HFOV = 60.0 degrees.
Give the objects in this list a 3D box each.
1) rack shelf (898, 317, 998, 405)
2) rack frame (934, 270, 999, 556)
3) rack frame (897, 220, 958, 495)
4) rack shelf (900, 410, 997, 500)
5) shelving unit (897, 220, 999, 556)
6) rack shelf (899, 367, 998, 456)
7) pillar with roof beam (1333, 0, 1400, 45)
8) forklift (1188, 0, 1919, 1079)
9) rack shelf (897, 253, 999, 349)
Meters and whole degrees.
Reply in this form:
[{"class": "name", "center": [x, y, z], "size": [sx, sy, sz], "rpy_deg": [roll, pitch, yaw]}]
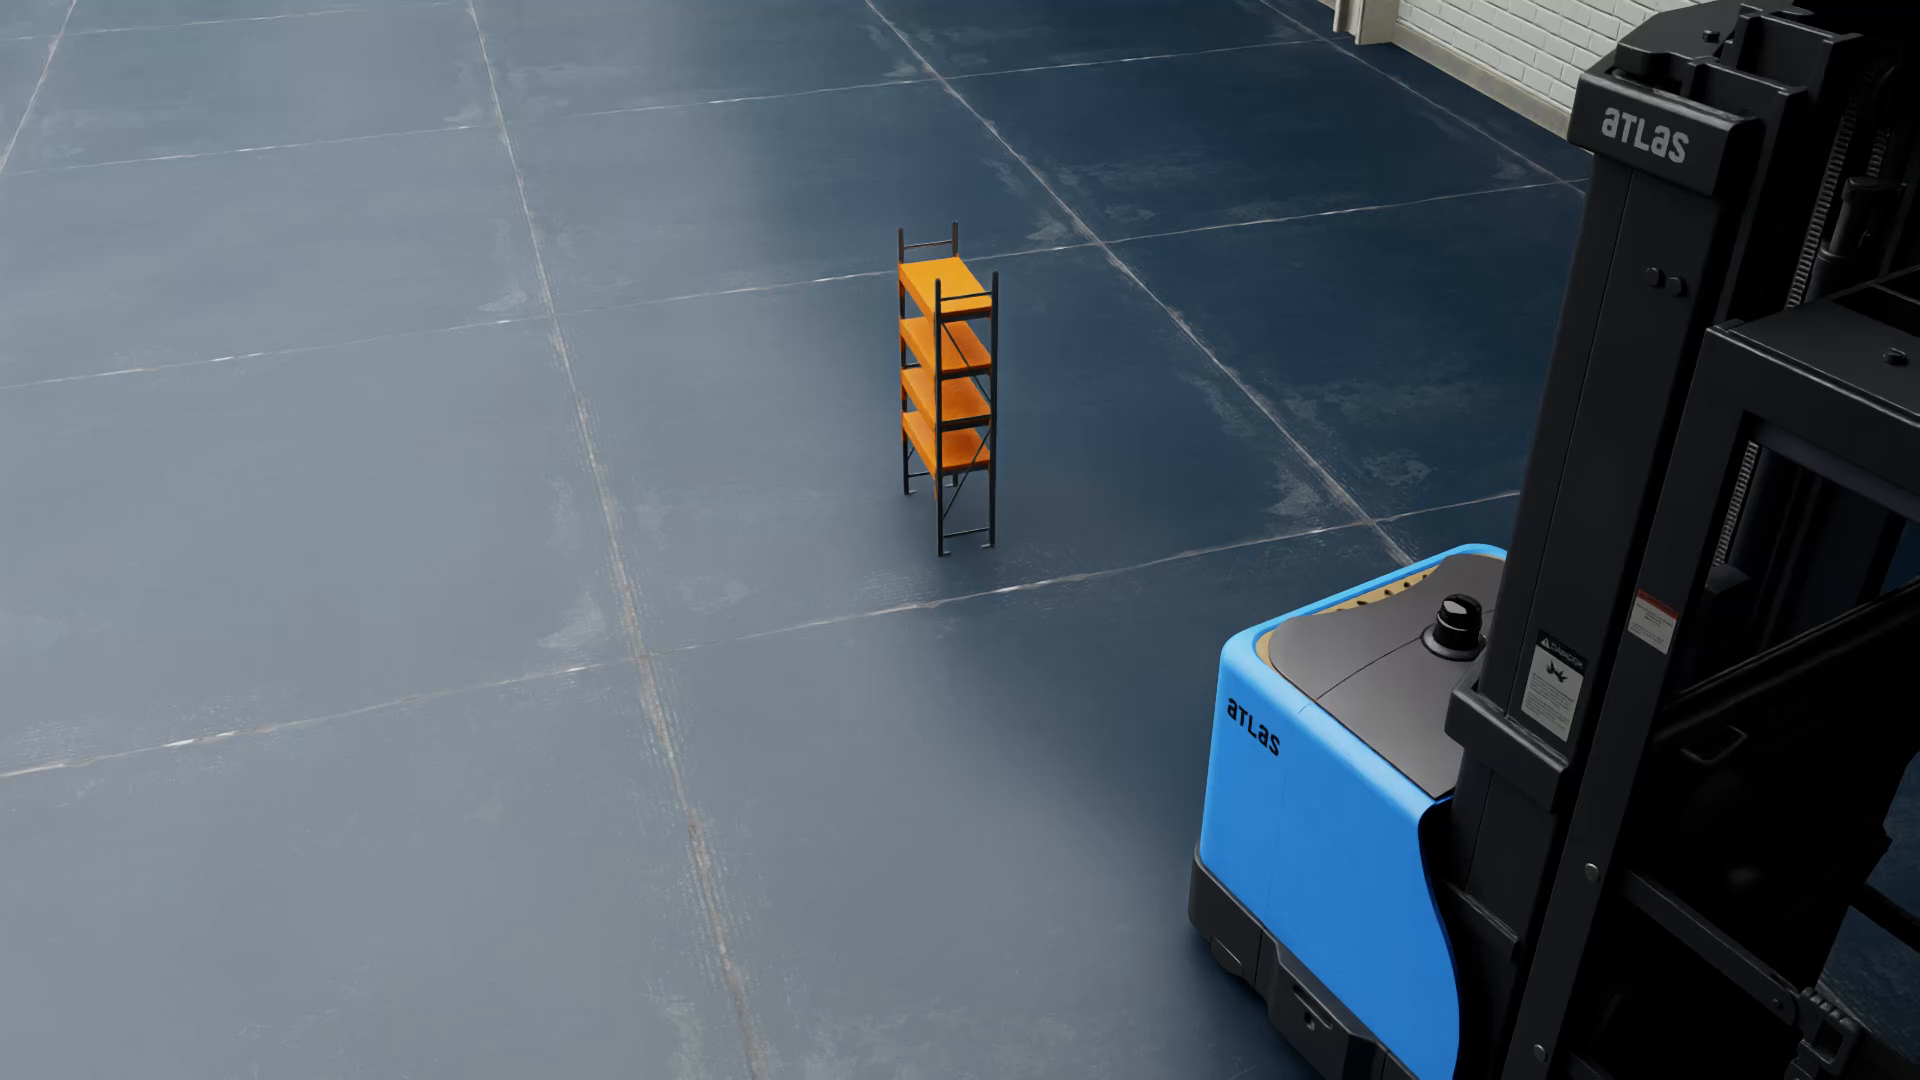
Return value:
[{"class": "rack shelf", "center": [-0.051, -0.718, 6.465], "size": [0.258, 0.148, 0.480], "rpy_deg": [-10, 35, -15]}, {"class": "rack frame", "center": [0.024, -0.459, 6.357], "size": [0.240, 1.200, 0.015], "rpy_deg": [-10, 35, -15]}, {"class": "rack frame", "center": [-0.125, -0.716, 6.745], "size": [0.240, 1.200, 0.015], "rpy_deg": [-10, 35, -15]}, {"class": "rack shelf", "center": [-0.051, -0.366, 6.697], "size": [0.258, 0.148, 0.480], "rpy_deg": [-10, 35, -15]}, {"class": "shelving unit", "center": [-0.051, -0.587, 6.551], "size": [0.258, 1.200, 0.503], "rpy_deg": [-10, 35, -15]}, {"class": "rack shelf", "center": [-0.051, -0.531, 6.588], "size": [0.258, 0.148, 0.480], "rpy_deg": [-10, 35, -15]}, {"class": "pillar with roof beam", "center": [-1.073, -6.816, 8.902], "size": [9.100, 9.000, 0.400], "rpy_deg": [-10, 35, -15]}, {"class": "forklift", "center": [1.865, 0.494, 3.343], "size": [1.130, 2.935, 3.031], "rpy_deg": [-18, 38, -25]}, {"class": "rack shelf", "center": [-0.051, -0.915, 6.334], "size": [0.258, 0.148, 0.480], "rpy_deg": [-10, 35, -15]}]
